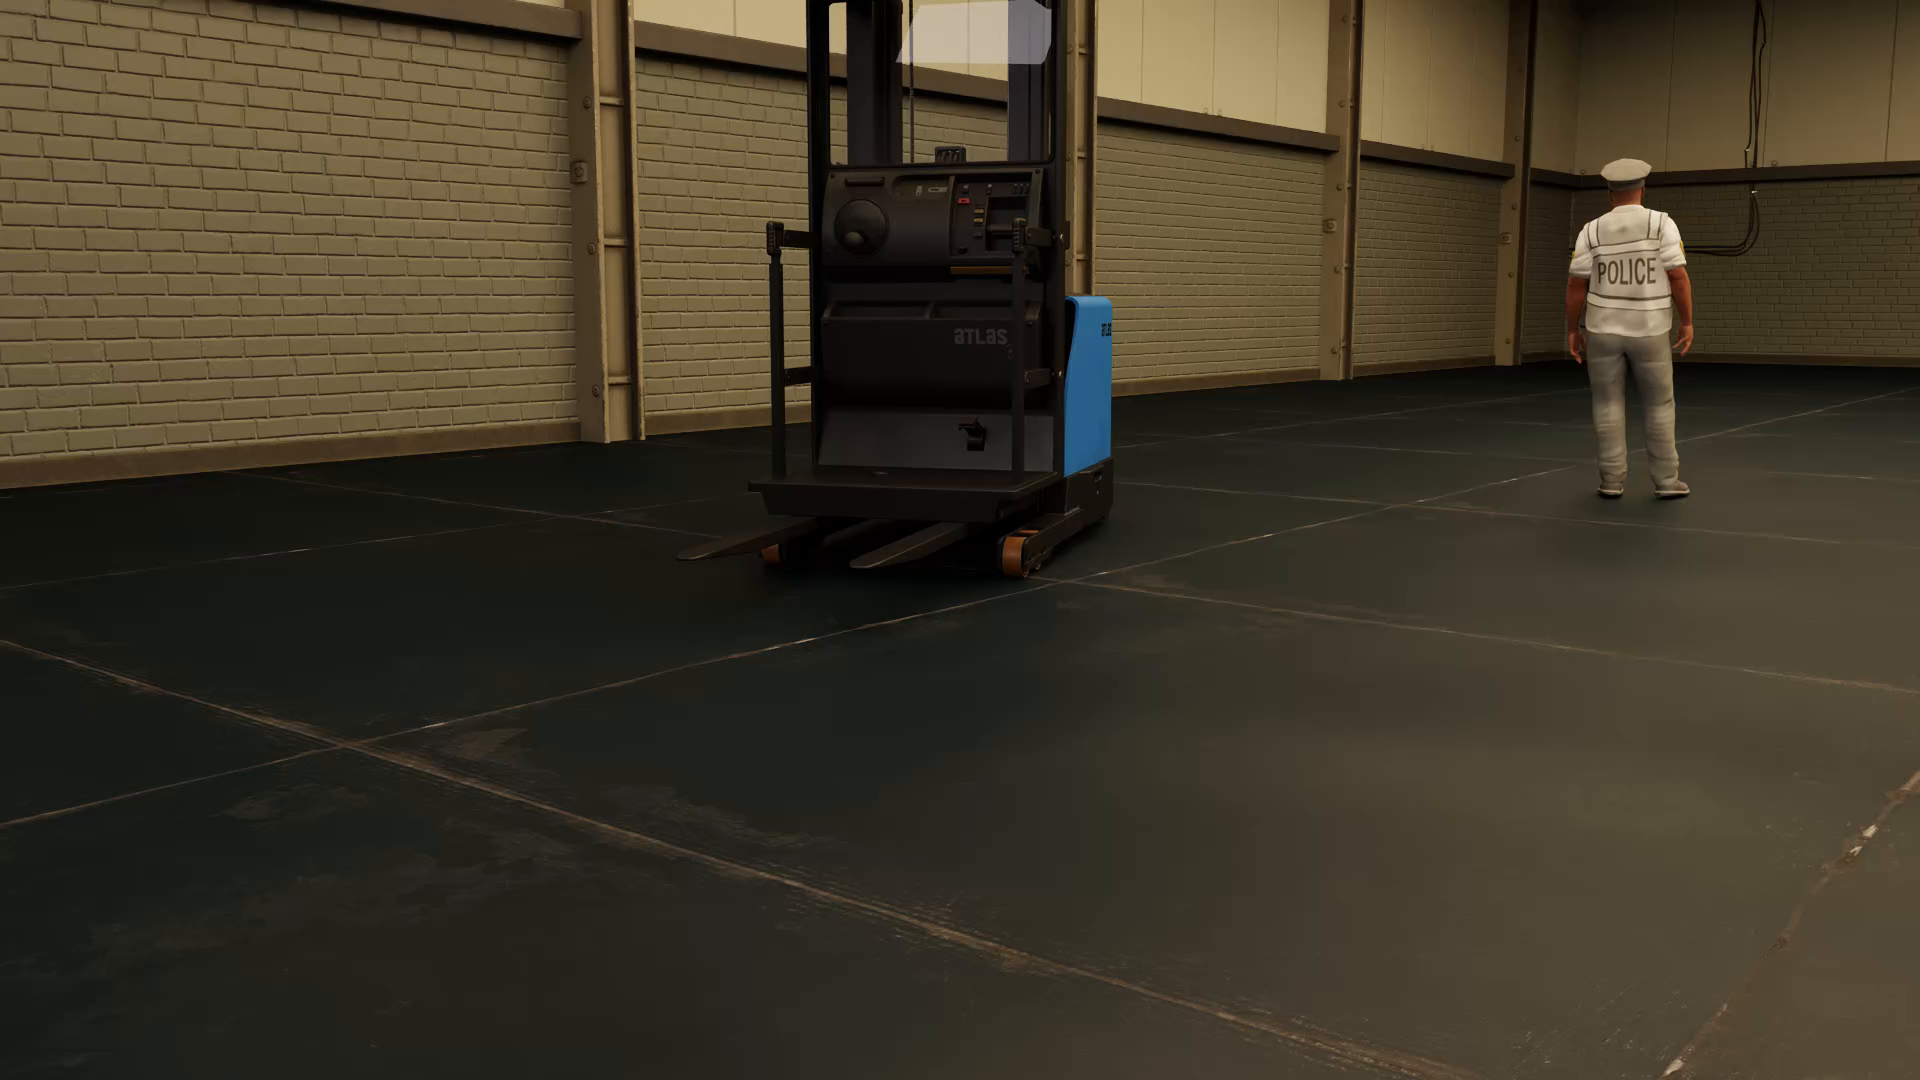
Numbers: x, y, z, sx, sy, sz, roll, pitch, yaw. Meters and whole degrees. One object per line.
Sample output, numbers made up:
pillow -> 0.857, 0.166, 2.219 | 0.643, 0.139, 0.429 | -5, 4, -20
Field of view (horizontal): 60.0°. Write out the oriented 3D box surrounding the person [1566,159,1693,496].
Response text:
person -> 3.583, -1.122, 8.877 | 0.640, 1.779, 0.576 | 5, 9, 29

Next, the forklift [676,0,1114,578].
forklift -> -0.176, -1.366, 6.616 | 1.130, 2.935, 3.031 | 3, 9, 17
